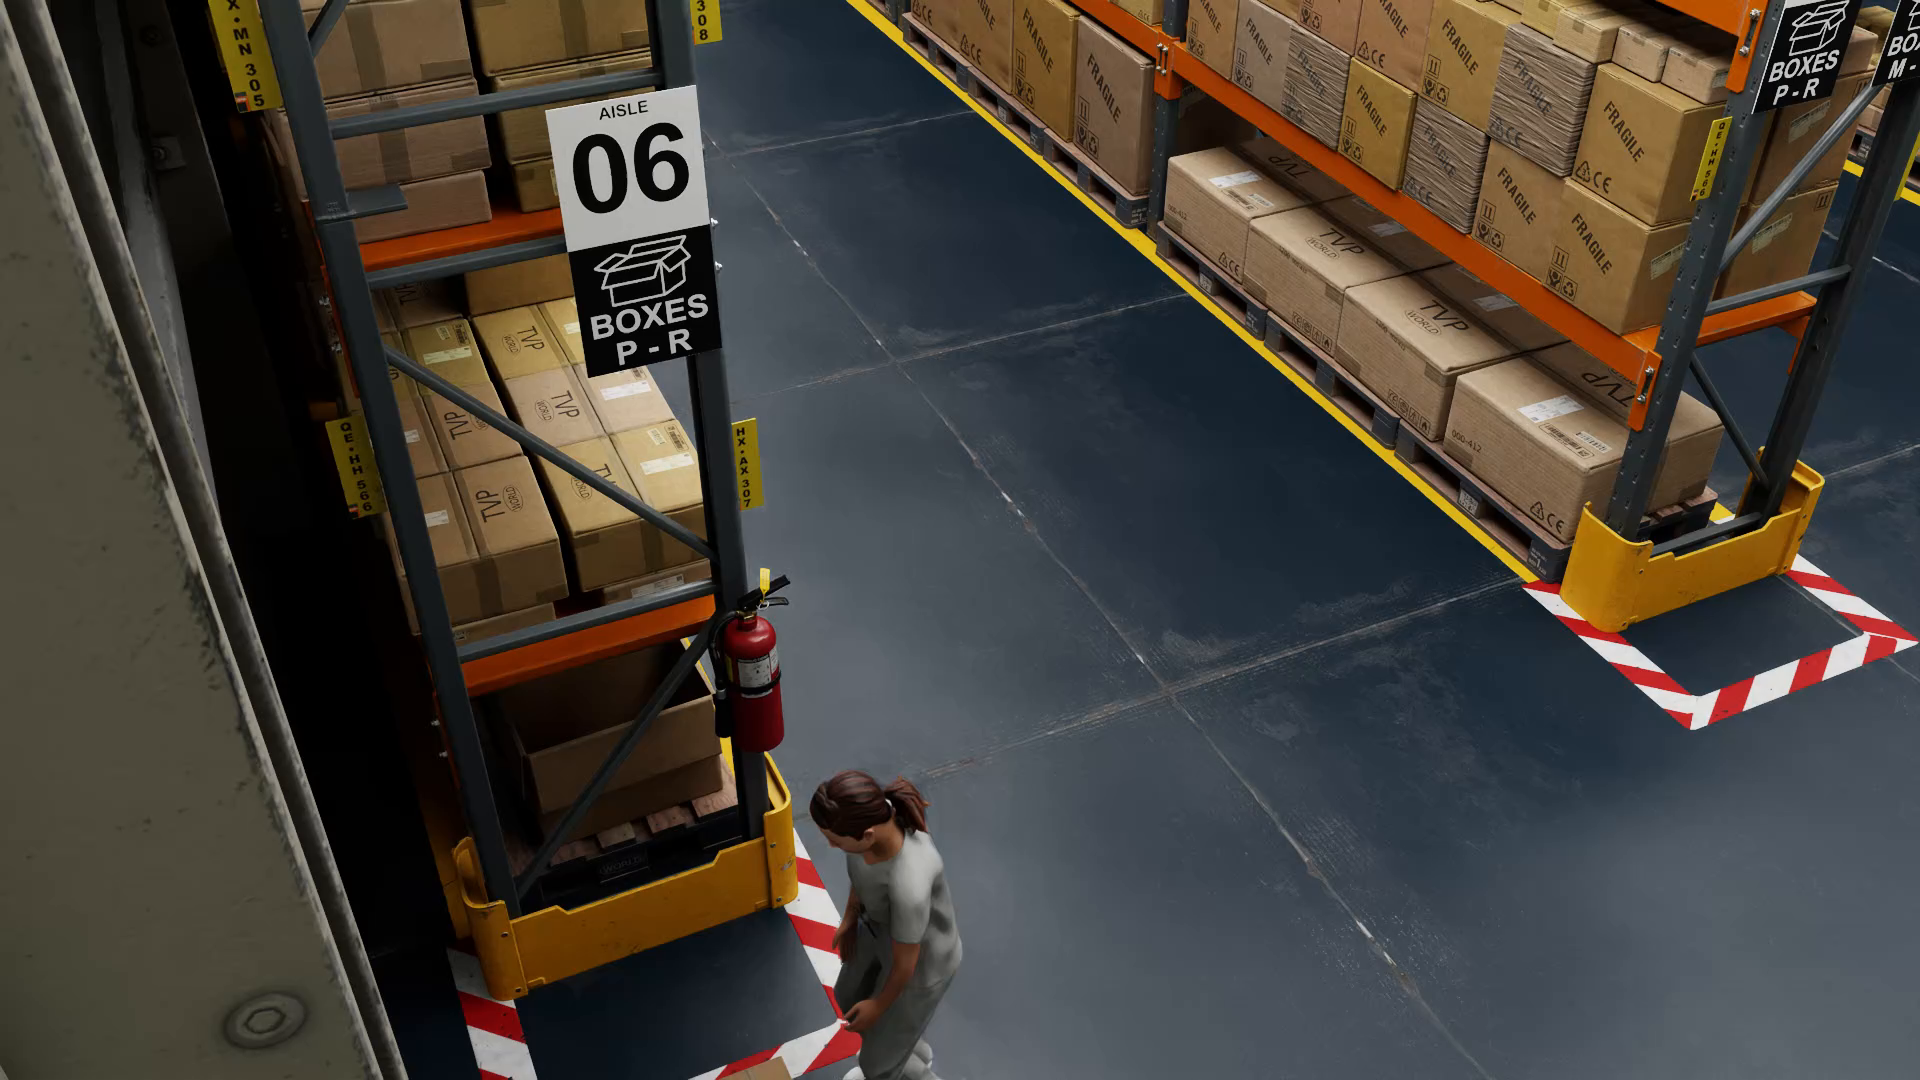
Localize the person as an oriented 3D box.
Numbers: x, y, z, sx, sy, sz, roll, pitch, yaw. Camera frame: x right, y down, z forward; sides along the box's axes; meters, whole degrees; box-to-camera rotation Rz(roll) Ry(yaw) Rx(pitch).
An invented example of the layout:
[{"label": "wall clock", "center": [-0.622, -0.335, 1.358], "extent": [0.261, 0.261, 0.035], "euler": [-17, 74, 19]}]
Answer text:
[{"label": "person", "center": [-0.208, 1.270, 5.059], "extent": [0.426, 1.603, 0.468], "euler": [-11, 39, -14]}]
